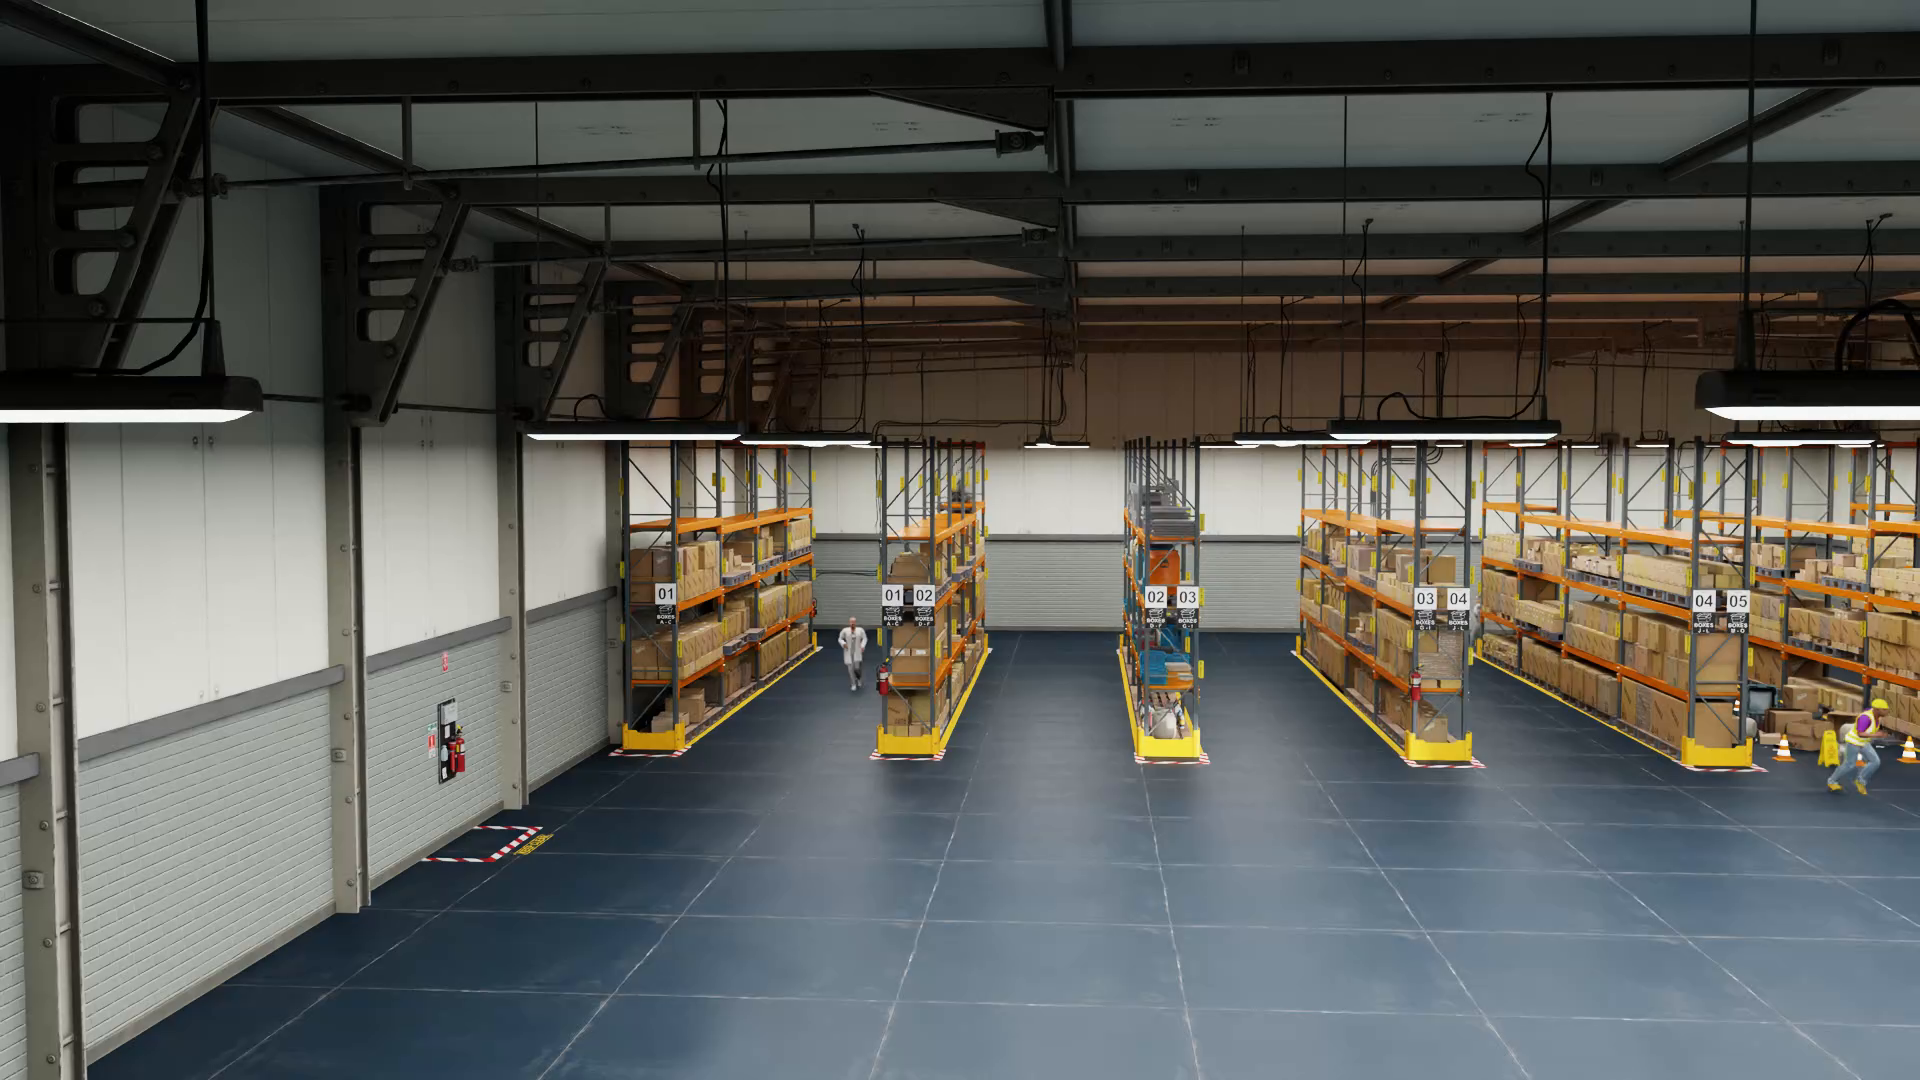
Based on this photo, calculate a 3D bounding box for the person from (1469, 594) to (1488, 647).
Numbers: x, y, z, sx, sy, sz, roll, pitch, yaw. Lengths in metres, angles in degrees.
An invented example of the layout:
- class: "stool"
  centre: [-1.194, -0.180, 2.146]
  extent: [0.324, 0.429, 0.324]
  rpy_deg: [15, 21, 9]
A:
- class: "person"
  centre: [14.902, 2.364, 47.631]
  extent: [0.922, 1.652, 0.711]
  rpy_deg: [0, 3, 4]

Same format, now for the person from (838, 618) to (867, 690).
- class: "person"
  centre: [-2.572, 2.726, 39.784]
  extent: [0.691, 1.746, 0.659]
  rpy_deg: [0, 3, -4]

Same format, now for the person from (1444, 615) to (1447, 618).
- class: "person"
  centre: [13.242, 2.507, 44.752]
  extent: [0.566, 1.647, 0.875]
  rpy_deg: [0, 3, 1]

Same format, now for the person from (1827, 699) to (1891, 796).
- class: "person"
  centre: [14.978, 3.436, 27.678]
  extent: [0.743, 1.665, 0.972]
  rpy_deg: [-2, 4, -38]
